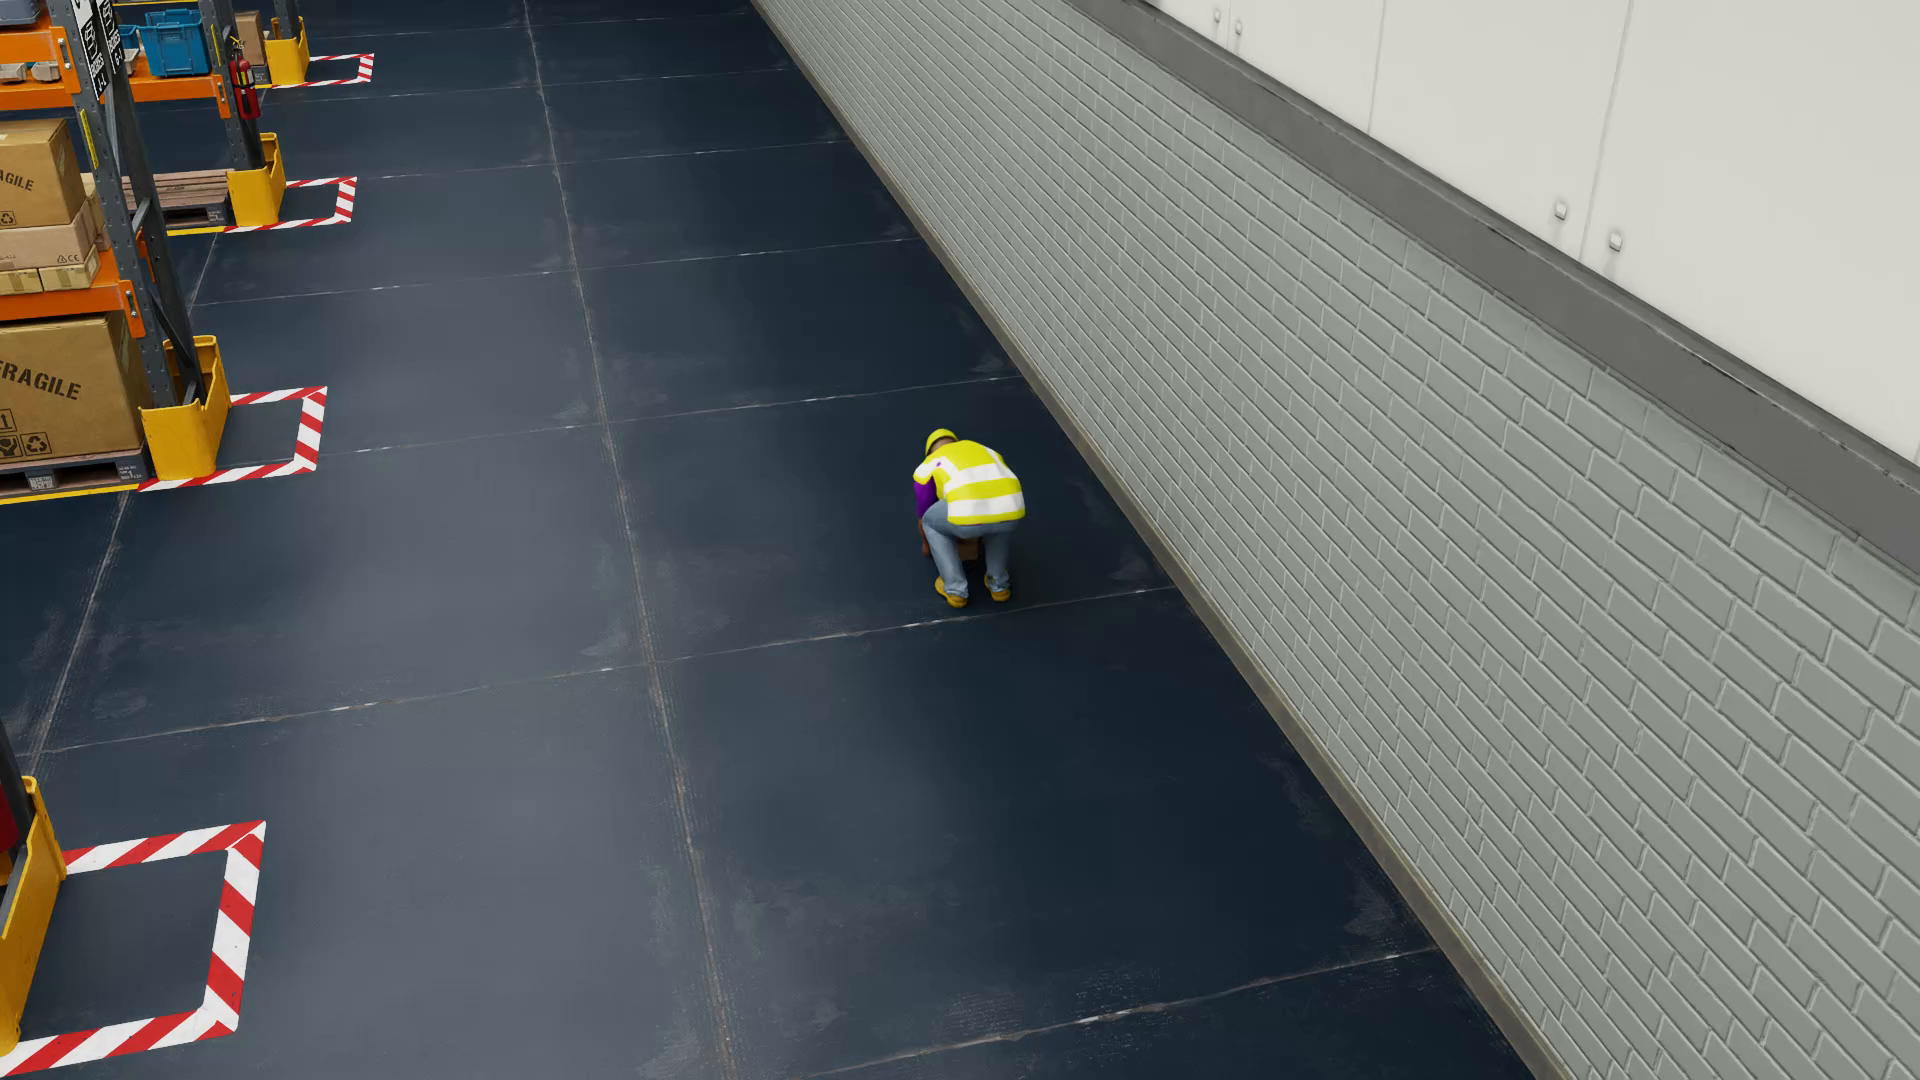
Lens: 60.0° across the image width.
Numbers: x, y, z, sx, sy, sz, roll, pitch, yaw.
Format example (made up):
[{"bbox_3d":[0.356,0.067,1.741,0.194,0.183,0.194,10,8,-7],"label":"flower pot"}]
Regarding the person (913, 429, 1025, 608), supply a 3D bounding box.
[{"bbox_3d":[0.023,-0.138,9.392,0.516,0.863,0.980,-9,31,-15],"label":"person"}]
